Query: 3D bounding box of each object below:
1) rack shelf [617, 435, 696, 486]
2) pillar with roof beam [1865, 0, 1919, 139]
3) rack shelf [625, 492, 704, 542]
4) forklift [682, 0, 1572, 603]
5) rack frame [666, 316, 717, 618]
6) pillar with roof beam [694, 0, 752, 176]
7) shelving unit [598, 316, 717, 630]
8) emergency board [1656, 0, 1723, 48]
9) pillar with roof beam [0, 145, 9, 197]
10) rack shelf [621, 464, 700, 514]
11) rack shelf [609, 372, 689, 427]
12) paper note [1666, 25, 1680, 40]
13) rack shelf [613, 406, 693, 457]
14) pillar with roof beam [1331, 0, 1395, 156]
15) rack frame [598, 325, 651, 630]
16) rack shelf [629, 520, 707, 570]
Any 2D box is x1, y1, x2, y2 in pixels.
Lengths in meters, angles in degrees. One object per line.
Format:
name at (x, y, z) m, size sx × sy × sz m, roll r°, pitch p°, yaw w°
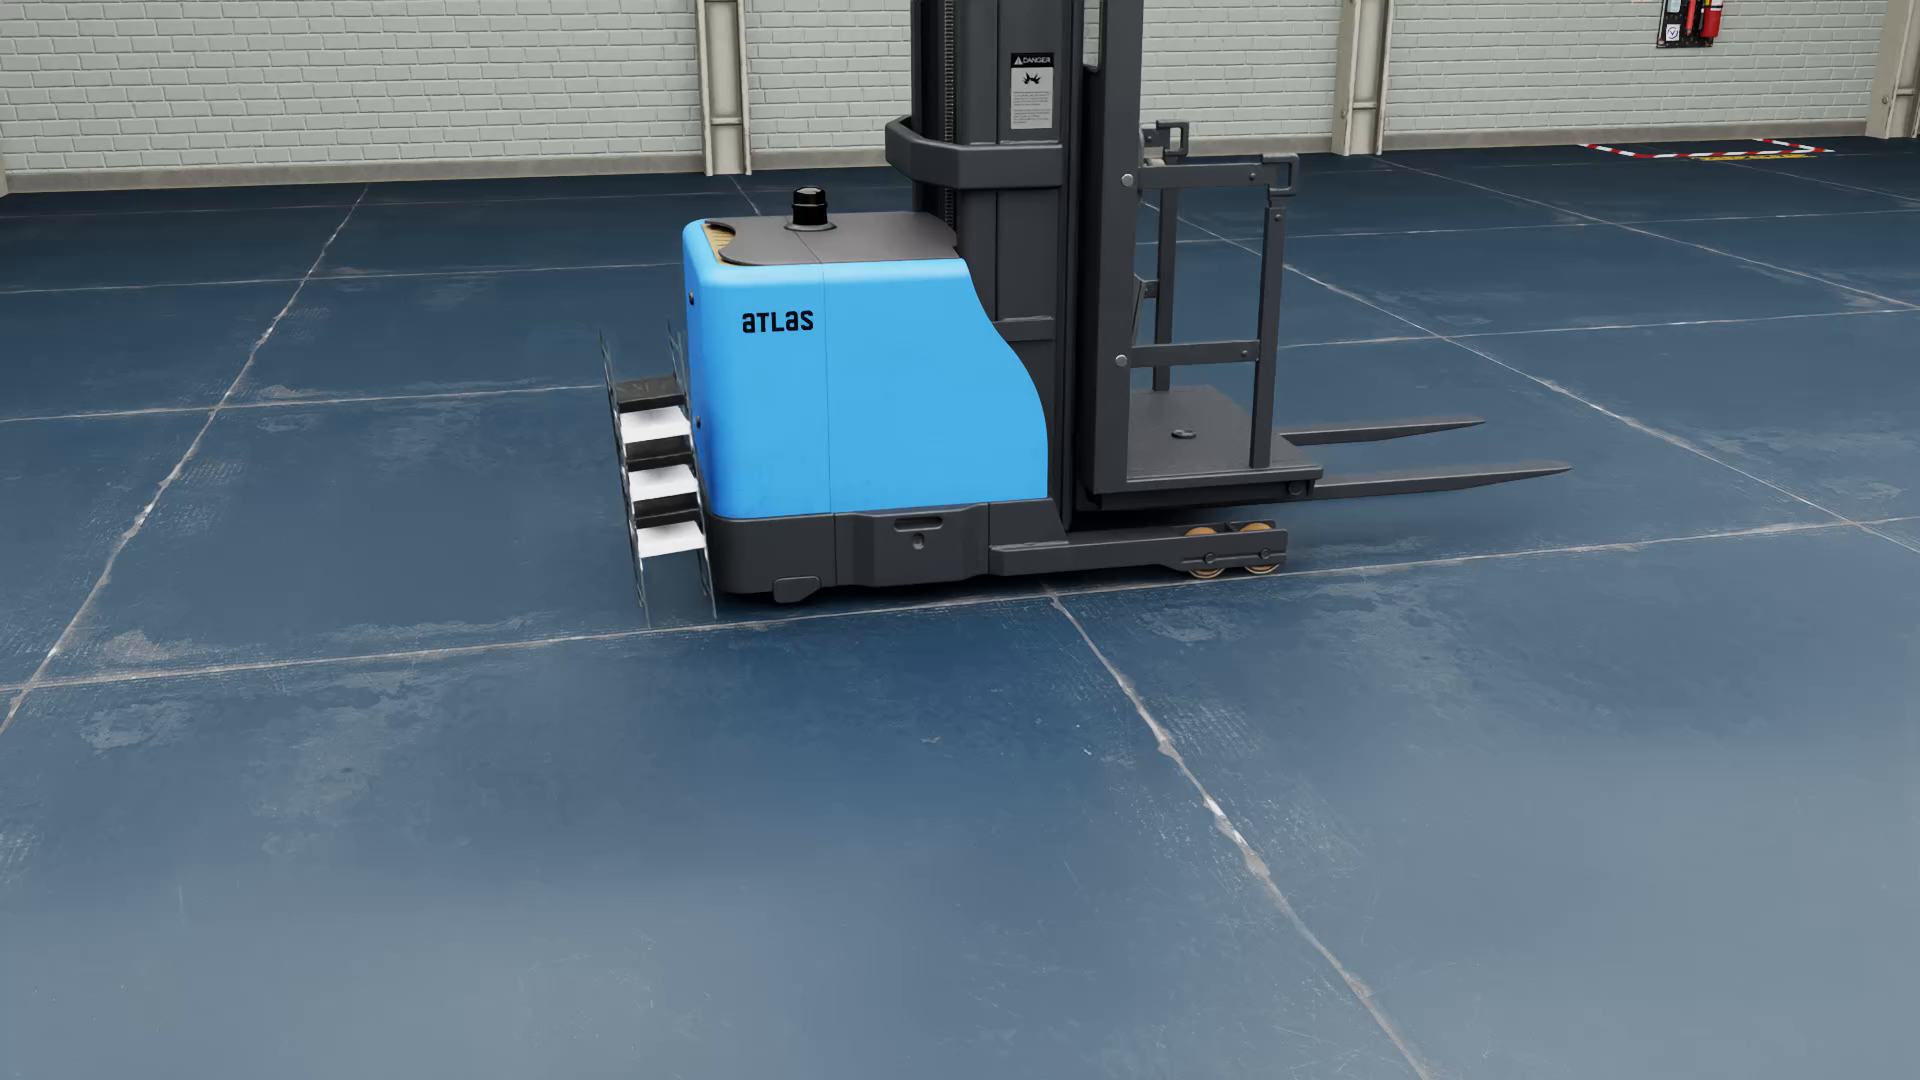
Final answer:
rack shelf at (-0.918, -0.253, 5.014) m, size 0.200 × 0.077 × 0.258 m, roll -10°, pitch 22°, yaw -15°
pillar with roof beam at (10.622, -6.966, 11.748) m, size 0.400 × 9.000 × 9.100 m, roll -5°, pitch 21°, yaw -12°
rack shelf at (-0.906, -0.086, 5.079) m, size 0.200 × 0.077 × 0.258 m, roll -10°, pitch 22°, yaw -15°
forklift at (0.610, -1.422, 5.435) m, size 3.031 × 2.935 × 1.130 m, roll -4°, pitch 21°, yaw -12°
rack frame at (-0.817, -0.217, 5.061) m, size 0.006 × 0.900 × 0.240 m, roll -10°, pitch 22°, yaw -15°
pillar with roof beam at (-1.056, -6.016, 9.156) m, size 0.400 × 9.000 × 9.100 m, roll -5°, pitch 21°, yaw -12°
shelving unit at (-0.914, -0.200, 5.034) m, size 0.210 × 0.900 × 0.258 m, roll -10°, pitch 22°, yaw -15°
emergency board at (7.218, -5.407, 16.215) m, size 0.643 × 1.169 × 0.194 m, roll -5°, pitch 21°, yaw -12°
pillar with roof beam at (-6.895, -5.541, 7.859) m, size 0.400 × 9.000 × 9.100 m, roll -5°, pitch 21°, yaw -12°
rack shelf at (-0.912, -0.169, 5.047) m, size 0.200 × 0.077 × 0.258 m, roll -10°, pitch 22°, yaw -15°
rack shelf at (-0.929, -0.420, 4.949) m, size 0.200 × 0.077 × 0.258 m, roll -10°, pitch 22°, yaw -15°
paper note at (7.029, -5.003, 16.391) m, size 0.142 × 0.148 × 0.016 m, roll -5°, pitch 21°, yaw -12°
rack shelf at (-0.924, -0.337, 4.981) m, size 0.200 × 0.077 × 0.258 m, roll -10°, pitch 22°, yaw -15°
pillar with roof beam at (4.783, -6.491, 10.452) m, size 0.400 × 9.000 × 9.100 m, roll -5°, pitch 21°, yaw -12°
rack frame at (-1.011, -0.183, 5.008) m, size 0.006 × 0.900 × 0.240 m, roll -10°, pitch 22°, yaw -15°
rack shelf at (-0.900, -0.002, 5.112) m, size 0.200 × 0.077 × 0.258 m, roll -10°, pitch 22°, yaw -15°
